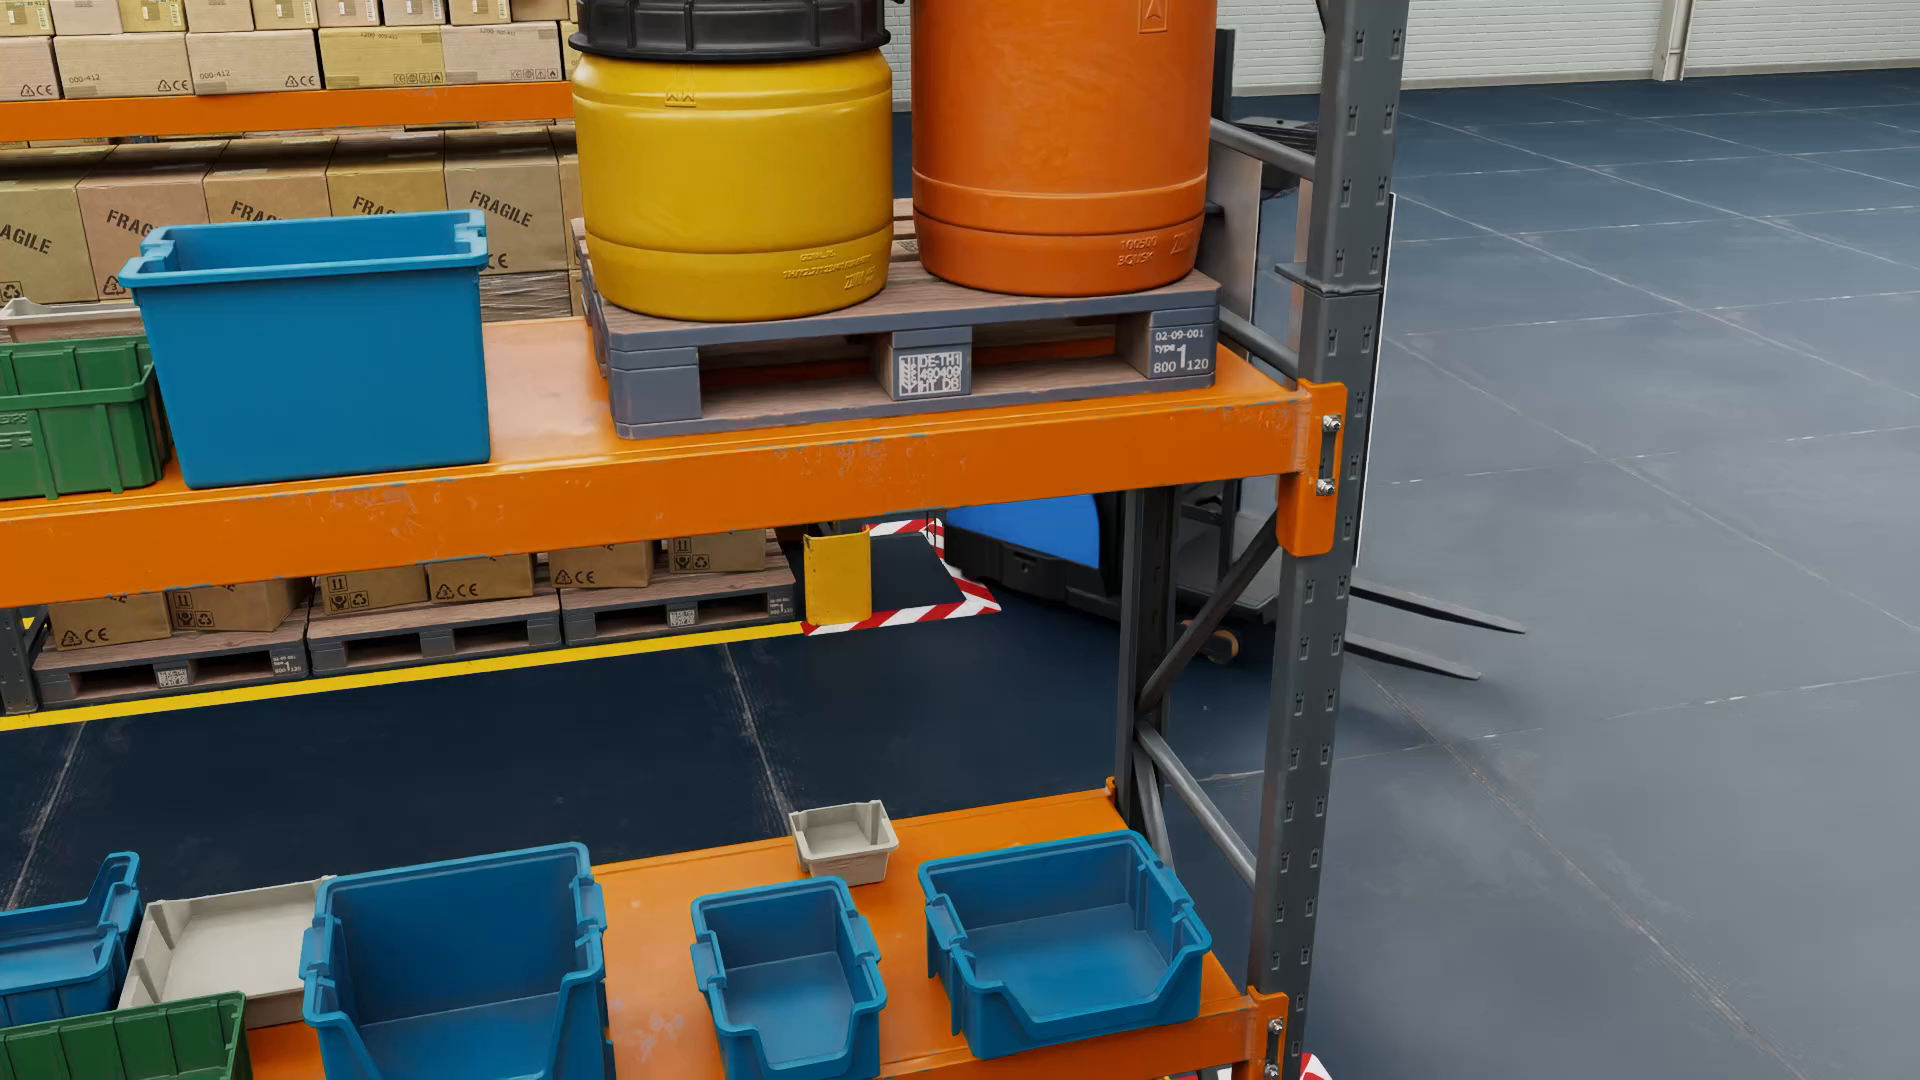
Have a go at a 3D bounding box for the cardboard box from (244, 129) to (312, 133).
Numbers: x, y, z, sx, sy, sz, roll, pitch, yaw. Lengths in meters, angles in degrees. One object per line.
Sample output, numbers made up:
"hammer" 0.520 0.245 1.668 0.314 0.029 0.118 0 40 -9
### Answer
"cardboard box" -4.934 -3.331 12.150 0.550 0.550 0.875 -6 24 -14

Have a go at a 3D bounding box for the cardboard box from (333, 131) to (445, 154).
"cardboard box" -2.750 -1.696 8.127 0.500 0.500 0.500 -6 24 -14

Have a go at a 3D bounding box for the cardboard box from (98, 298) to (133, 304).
"cardboard box" -3.613 -0.990 7.750 0.500 0.500 0.875 -6 24 -14

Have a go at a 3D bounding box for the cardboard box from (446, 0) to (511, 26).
"cardboard box" -2.141 -2.378 7.369 0.250 0.149 0.380 -8 24 -17

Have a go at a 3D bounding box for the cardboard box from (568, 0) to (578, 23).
"cardboard box" -1.637 -2.424 7.476 0.250 0.149 0.380 -6 24 -14

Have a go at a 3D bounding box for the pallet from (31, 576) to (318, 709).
"pallet" -3.917 0.453 8.426 1.213 0.211 1.003 -6 24 -14

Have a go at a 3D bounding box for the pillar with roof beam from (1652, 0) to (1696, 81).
"pillar with roof beam" 12.856 -10.124 21.931 0.400 9.000 9.100 -6 24 -14

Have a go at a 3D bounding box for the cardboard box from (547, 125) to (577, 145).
"cardboard box" -1.789 -1.806 8.382 0.500 0.500 0.500 -6 24 -14

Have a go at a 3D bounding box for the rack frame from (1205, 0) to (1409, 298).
"rack frame" 0.635 -2.046 3.106 0.127 3.000 1.000 -6 24 -14

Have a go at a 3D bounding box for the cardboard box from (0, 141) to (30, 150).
"cardboard box" -6.768 -3.032 11.617 0.500 0.500 0.700 -7 24 -15

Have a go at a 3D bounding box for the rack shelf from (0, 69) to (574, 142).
"rack shelf" -2.628 -2.004 7.725 4.000 0.370 1.077 -6 24 -14

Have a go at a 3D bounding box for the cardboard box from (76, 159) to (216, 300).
"cardboard box" -3.571 -1.391 7.415 0.500 0.500 0.500 -6 24 -14

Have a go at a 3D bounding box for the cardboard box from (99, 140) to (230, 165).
"cardboard box" -3.714 -1.592 7.883 0.500 0.500 0.500 -6 24 -14

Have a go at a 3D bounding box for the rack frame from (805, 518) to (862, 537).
"rack frame" -0.703 -1.169 8.671 0.127 3.000 1.000 -6 24 -14

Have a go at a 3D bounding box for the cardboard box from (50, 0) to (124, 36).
"cardboard box" -3.652 -2.229 7.021 0.250 0.149 0.380 -6 24 -14

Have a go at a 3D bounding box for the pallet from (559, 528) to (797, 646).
"pallet" -1.568 0.193 9.032 1.213 0.211 1.003 -6 24 -14

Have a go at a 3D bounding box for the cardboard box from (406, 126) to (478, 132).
"cardboard box" -3.886 -2.924 12.571 0.500 0.550 0.875 -6 24 -14

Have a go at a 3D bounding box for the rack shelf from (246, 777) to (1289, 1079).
"rack shelf" -1.291 1.255 3.934 4.000 0.370 1.077 -6 24 -14

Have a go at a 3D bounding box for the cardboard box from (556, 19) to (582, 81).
"cardboard box" -1.578 -2.277 7.638 0.500 0.250 0.500 -6 24 -14

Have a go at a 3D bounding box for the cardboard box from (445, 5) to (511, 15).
"cardboard box" -2.209 -2.417 7.965 0.500 0.250 0.500 -6 24 -15

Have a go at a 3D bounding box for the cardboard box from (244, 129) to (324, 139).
"cardboard box" -4.921 -2.817 12.321 0.550 0.550 0.875 -6 24 -14

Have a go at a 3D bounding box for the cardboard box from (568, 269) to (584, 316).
"cardboard box" -1.689 -1.205 8.250 0.500 0.500 0.875 -6 24 -14

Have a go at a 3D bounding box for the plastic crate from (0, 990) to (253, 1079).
"plastic crate" -1.833 1.197 3.425 0.662 0.188 0.450 -6 24 -14

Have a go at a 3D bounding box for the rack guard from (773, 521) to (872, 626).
"rack guard" -0.776 -0.012 9.145 0.348 0.500 1.175 -6 24 -14

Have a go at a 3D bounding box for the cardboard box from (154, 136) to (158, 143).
"cardboard box" -9.824 -5.352 20.898 0.625 0.625 0.875 -7 24 -15

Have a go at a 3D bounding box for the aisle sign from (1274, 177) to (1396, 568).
"aisle sign" 0.785 -0.378 3.531 0.004 0.787 0.394 -6 24 -14

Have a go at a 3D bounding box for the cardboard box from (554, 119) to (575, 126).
"cardboard box" -2.814 -3.008 12.767 0.550 0.550 0.875 -6 24 -14

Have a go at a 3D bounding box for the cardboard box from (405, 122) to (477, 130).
"cardboard box" -3.869 -3.396 12.301 0.500 0.550 0.875 -6 24 -14

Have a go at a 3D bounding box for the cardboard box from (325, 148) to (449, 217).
"cardboard box" -2.611 -1.501 7.672 0.500 0.500 0.500 -6 24 -14

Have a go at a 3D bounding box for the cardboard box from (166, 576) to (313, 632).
"cardboard box" -3.609 0.121 8.301 0.500 0.500 0.500 1 23 3

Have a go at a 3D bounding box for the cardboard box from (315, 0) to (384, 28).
"cardboard box" -2.674 -2.347 7.297 0.250 0.149 0.380 -6 24 -13

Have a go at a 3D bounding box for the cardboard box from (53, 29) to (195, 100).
"cardboard box" -3.544 -2.062 7.137 0.500 0.250 0.500 -7 24 -15

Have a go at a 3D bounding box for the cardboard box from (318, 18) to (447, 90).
"cardboard box" -2.557 -2.170 7.389 0.500 0.250 0.500 -7 24 -15

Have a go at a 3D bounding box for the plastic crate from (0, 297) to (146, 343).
"plastic crate" -1.780 -0.445 3.512 0.396 0.136 0.243 -6 24 -14

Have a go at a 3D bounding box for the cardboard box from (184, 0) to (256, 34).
"cardboard box" -3.149 -2.266 7.108 0.250 0.149 0.380 -7 24 -15

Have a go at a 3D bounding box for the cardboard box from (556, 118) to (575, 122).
"cardboard box" -2.818 -3.510 12.566 0.550 0.550 0.875 -6 24 -14

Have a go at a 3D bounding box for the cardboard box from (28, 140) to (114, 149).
"cardboard box" -6.227 -2.526 11.706 0.500 0.500 0.500 -6 24 -15

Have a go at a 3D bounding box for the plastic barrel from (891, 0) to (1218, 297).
"plastic barrel" 0.201 -0.958 3.297 0.708 0.830 0.600 -6 24 -14

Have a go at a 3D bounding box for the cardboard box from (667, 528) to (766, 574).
"cardboard box" -1.309 -0.153 8.941 0.500 0.500 0.500 -2 23 -5

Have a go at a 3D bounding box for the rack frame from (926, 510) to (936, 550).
"rack frame" -0.169 -0.464 9.499 0.008 1.050 0.200 -6 24 -14

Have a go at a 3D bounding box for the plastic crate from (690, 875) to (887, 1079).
"plastic crate" -0.393 1.013 3.773 0.408 0.251 0.499 -6 24 -14

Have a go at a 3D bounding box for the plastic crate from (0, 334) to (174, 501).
"plastic crate" -1.624 -0.209 2.897 0.450 0.188 0.336 -6 24 -14

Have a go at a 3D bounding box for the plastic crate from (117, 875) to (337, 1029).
"plastic crate" -1.721 0.989 3.975 0.437 0.136 0.530 -6 24 -14

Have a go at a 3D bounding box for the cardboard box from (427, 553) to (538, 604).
"cardboard box" -2.483 -0.017 8.624 0.500 0.500 0.500 -4 24 -9

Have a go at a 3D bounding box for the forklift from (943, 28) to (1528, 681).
"forklift" 1.387 -0.964 8.279 3.031 2.935 1.130 17 28 34

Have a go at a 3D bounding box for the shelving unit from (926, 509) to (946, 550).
"shelving unit" -0.051 -0.477 9.530 0.252 1.050 0.215 -6 24 -14

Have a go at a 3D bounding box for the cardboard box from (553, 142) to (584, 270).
"cardboard box" -1.645 -1.604 7.911 0.500 0.500 0.500 -6 24 -14
